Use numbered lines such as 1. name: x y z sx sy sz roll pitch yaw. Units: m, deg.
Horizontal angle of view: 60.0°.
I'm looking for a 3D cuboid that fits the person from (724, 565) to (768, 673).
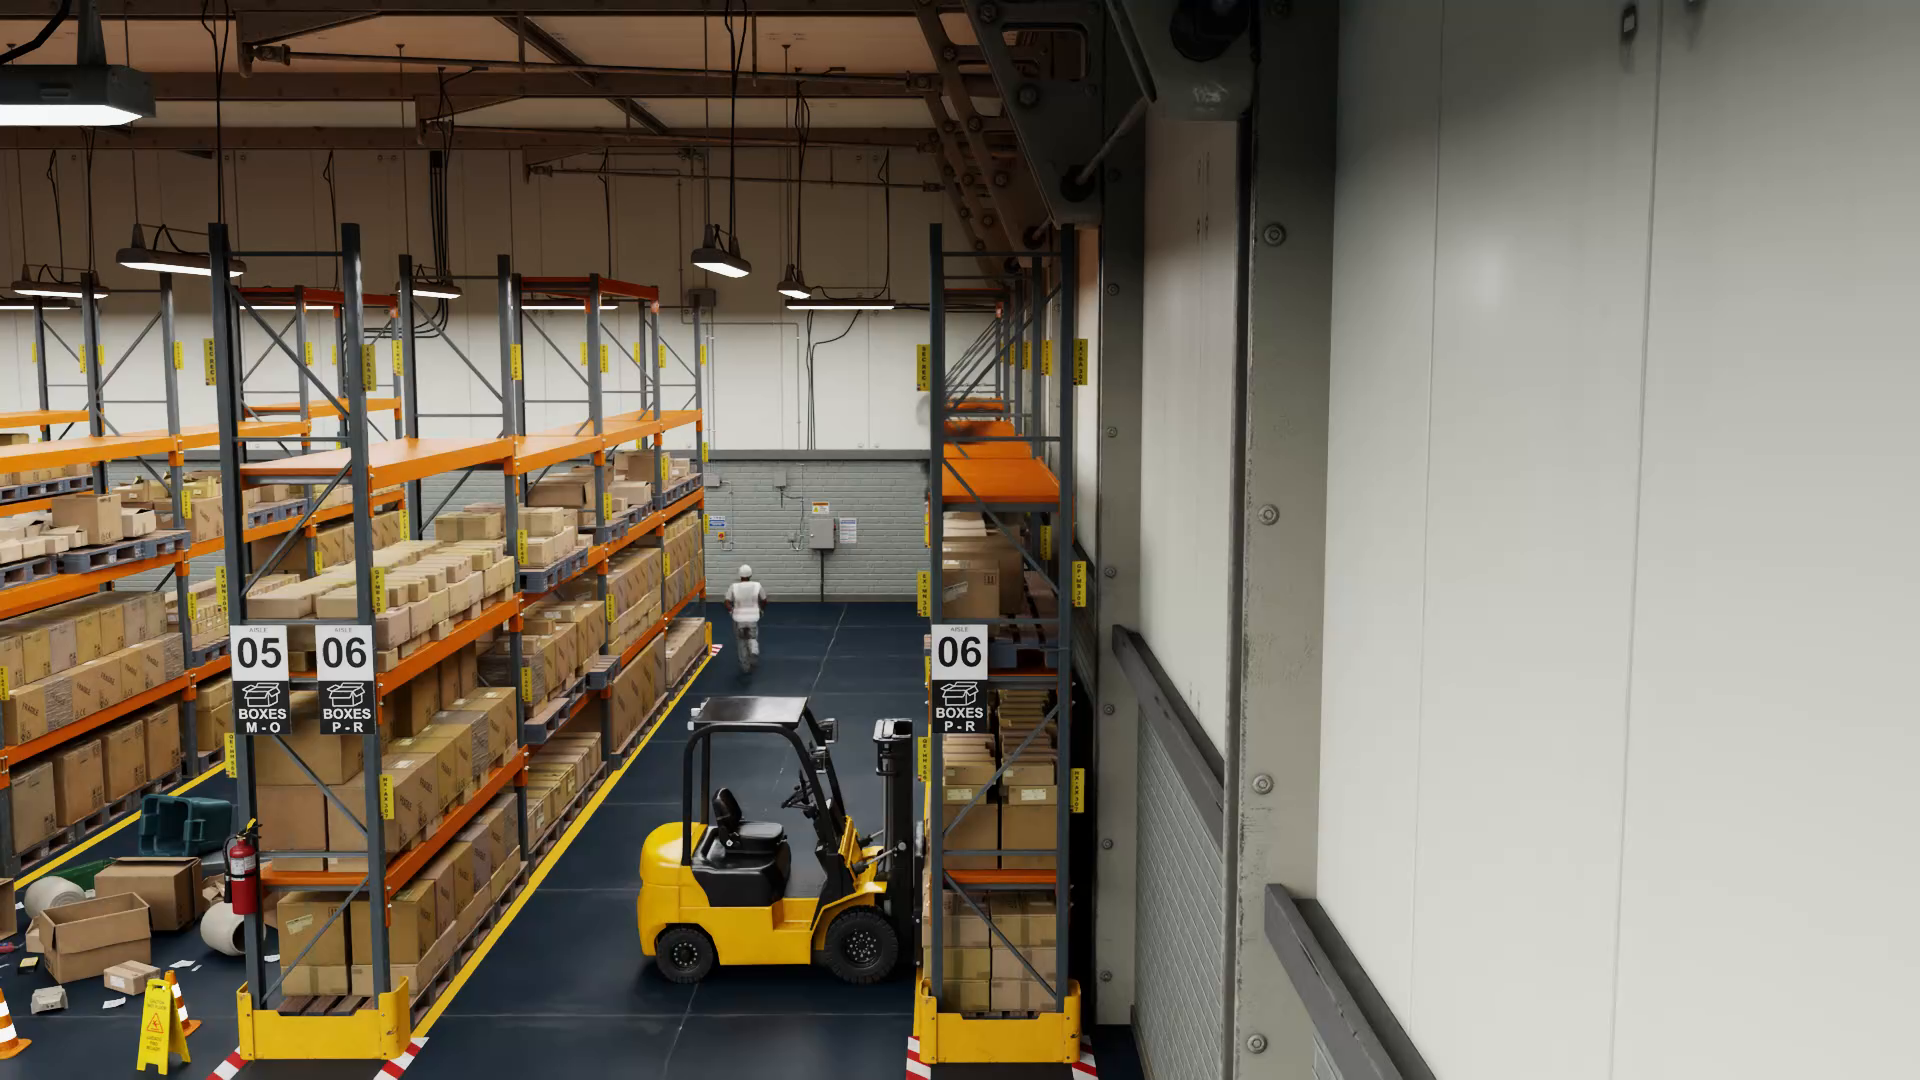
1. person: -3.371 1.255 26.183 0.683 1.743 0.689 -1 7 -12
